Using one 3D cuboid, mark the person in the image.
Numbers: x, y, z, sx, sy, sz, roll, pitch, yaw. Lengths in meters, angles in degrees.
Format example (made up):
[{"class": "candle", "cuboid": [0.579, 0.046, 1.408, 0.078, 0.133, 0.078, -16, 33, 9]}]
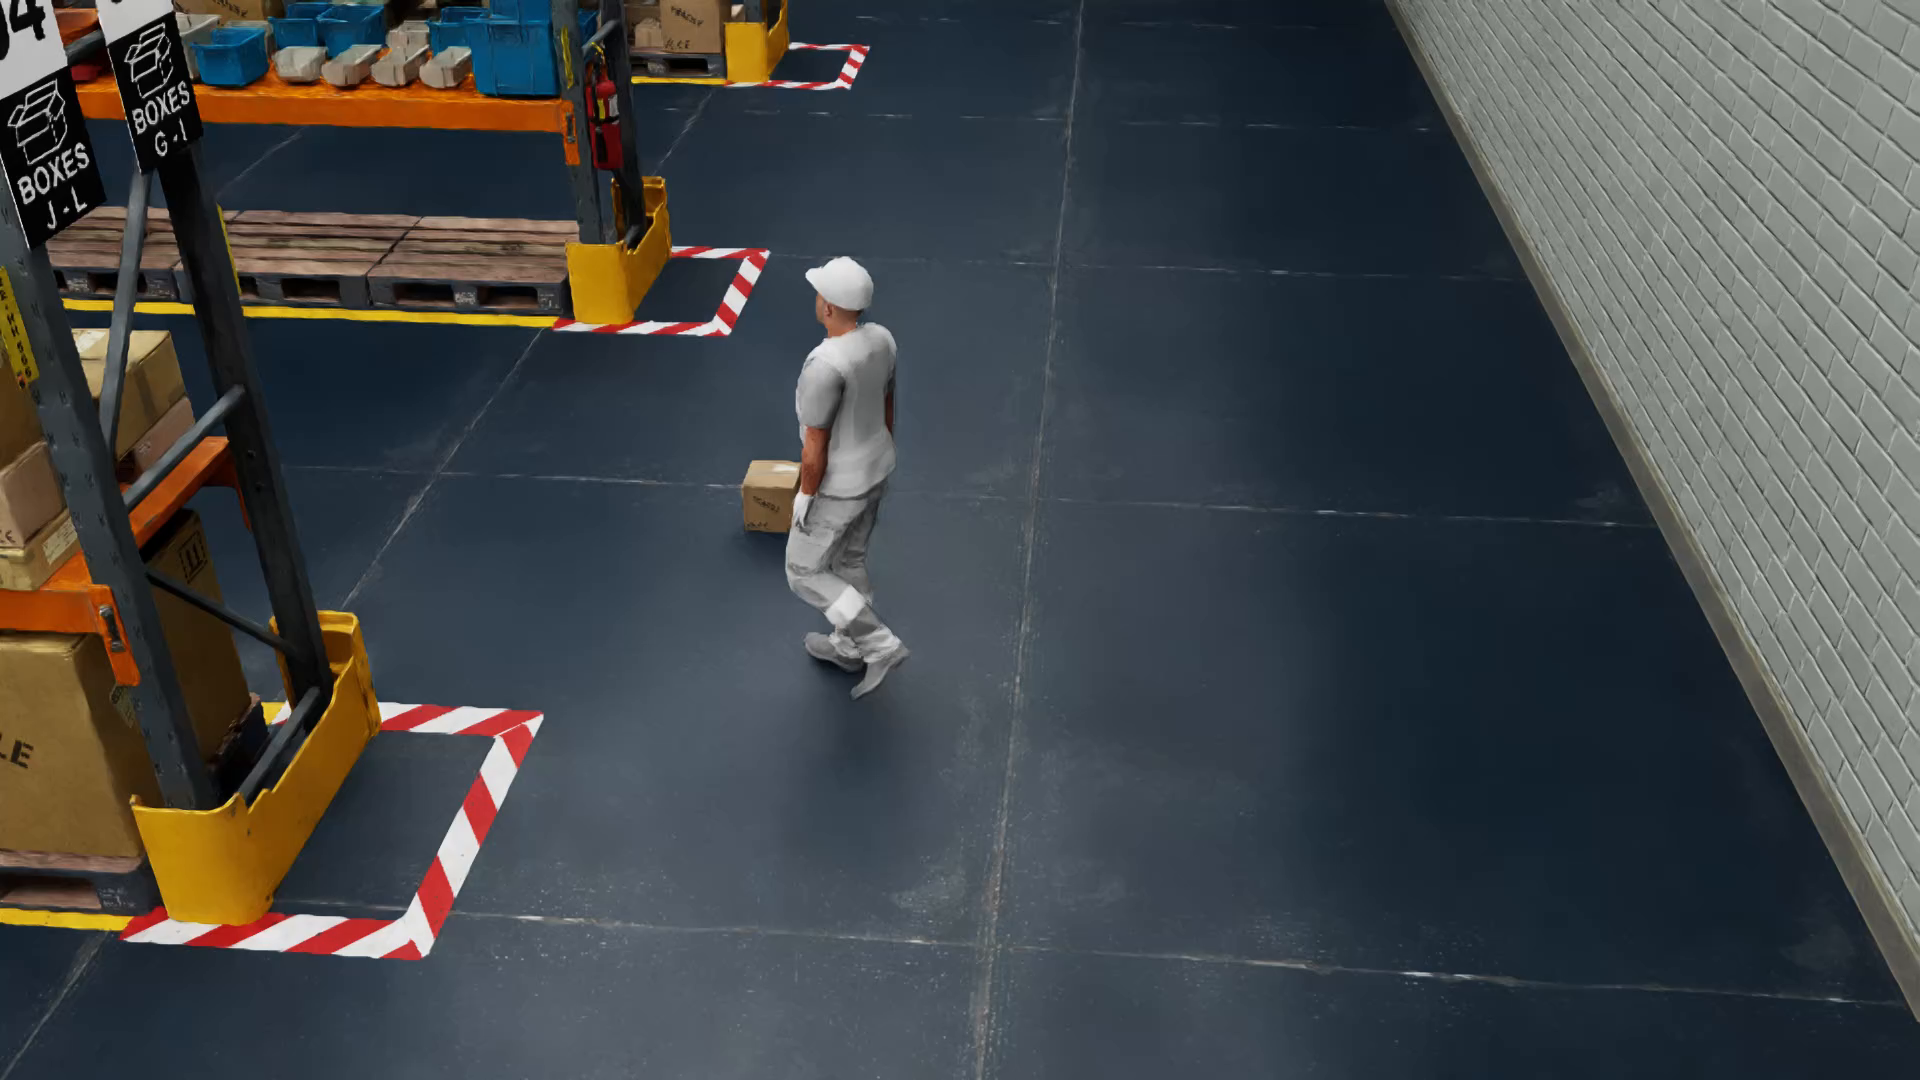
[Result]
[{"class": "person", "cuboid": [-0.401, -0.222, 6.438, 0.607, 1.785, 0.576, 18, 36, 27]}]
